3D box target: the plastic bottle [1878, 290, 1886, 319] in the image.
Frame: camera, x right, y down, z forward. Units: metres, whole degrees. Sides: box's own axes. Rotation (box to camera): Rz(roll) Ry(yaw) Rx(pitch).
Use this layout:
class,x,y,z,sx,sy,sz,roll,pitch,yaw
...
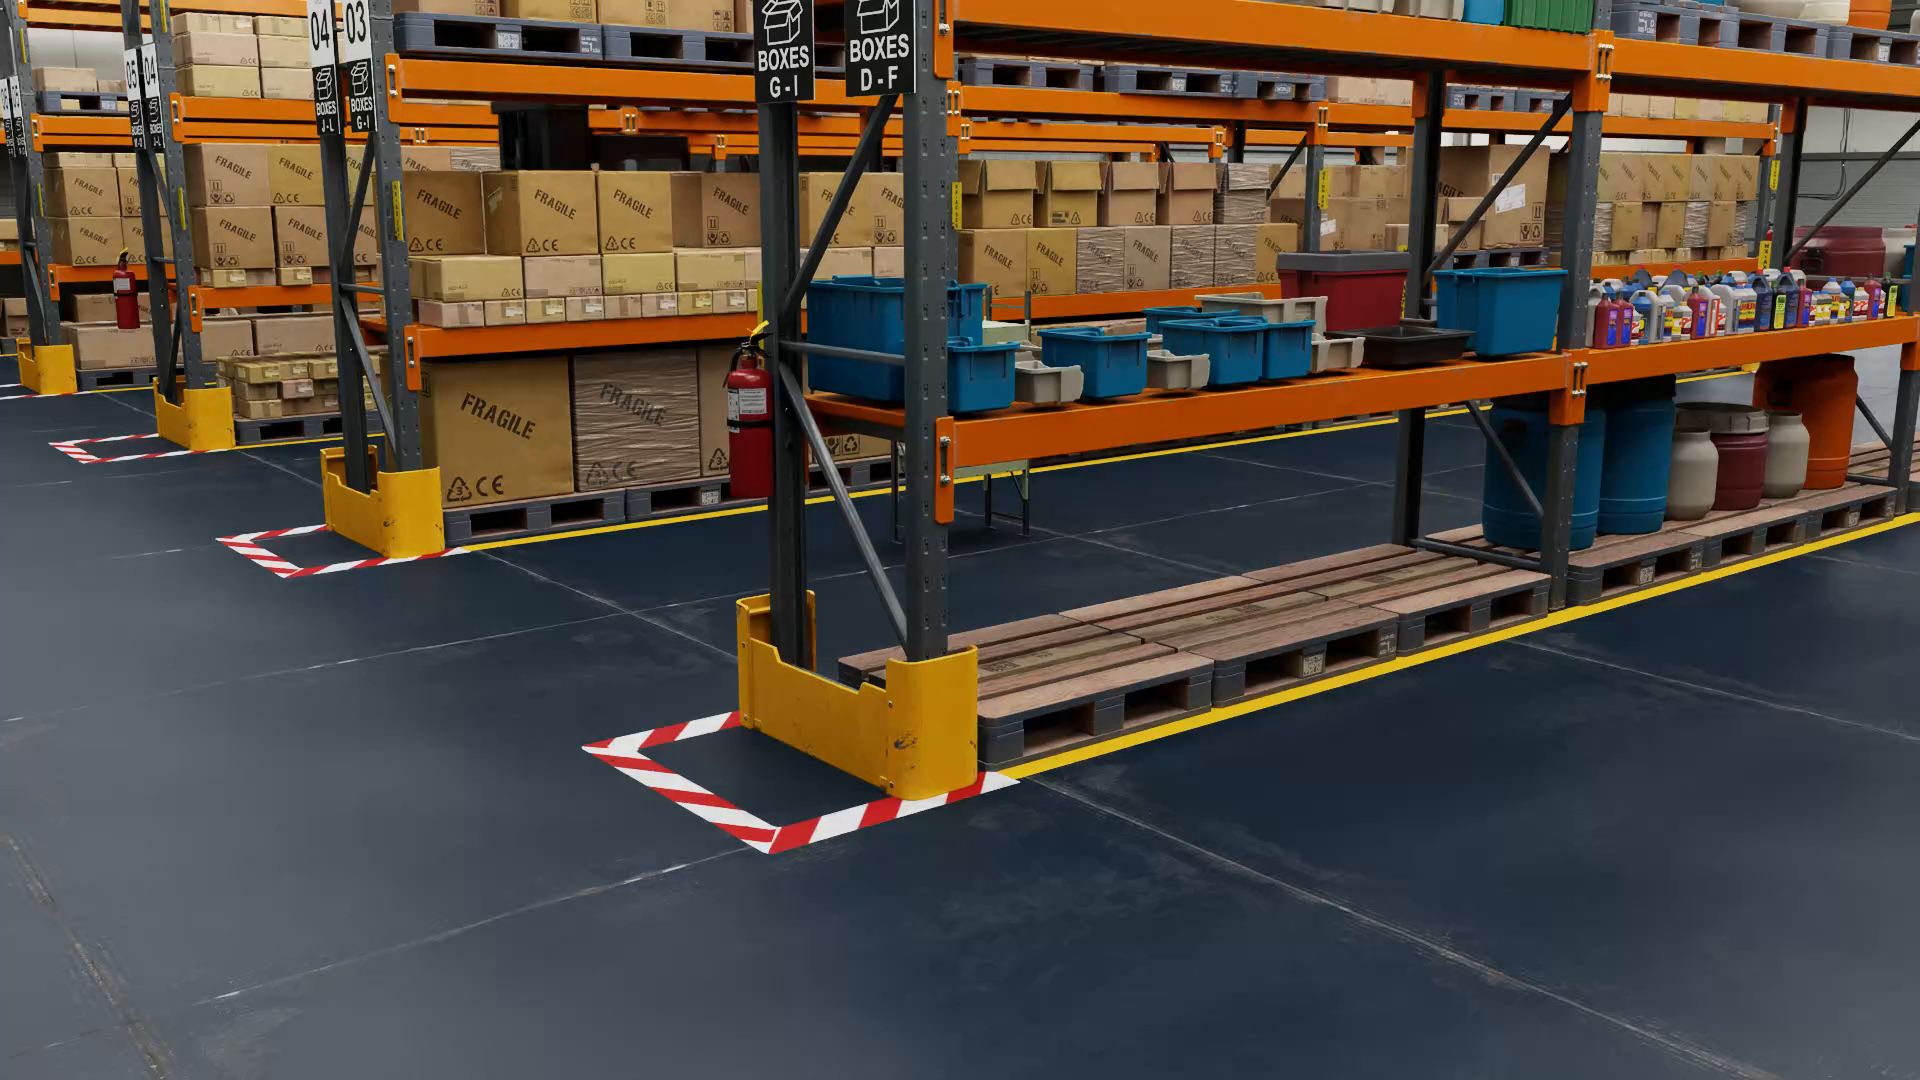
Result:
class,x,y,z,sx,sy,sz,roll,pitch,yaw
plastic bottle,5.696,-1.477,10.341,0.097,0.201,0.097,0,12,0

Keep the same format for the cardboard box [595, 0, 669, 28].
class,x,y,z,sx,sy,sz,roll,pitch,yaw
cardboard box,-2.234,-3.448,10.432,0.500,0.500,0.700,-11,16,-41

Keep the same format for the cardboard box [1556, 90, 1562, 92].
class,x,y,z,sx,sy,sz,roll,pitch,yaw
cardboard box,6.215,-4.728,17.353,0.250,0.149,0.380,-9,15,-37

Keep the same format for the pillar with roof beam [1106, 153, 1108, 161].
class,x,y,z,sx,sy,sz,roll,pitch,yaw
pillar with roof beam,5.973,-9.032,30.999,0.400,9.000,9.100,-9,15,-38

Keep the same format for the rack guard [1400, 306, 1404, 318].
class,x,y,z,sx,sy,sz,roll,pitch,yaw
rack guard,5.999,-3.147,23.747,0.348,0.500,1.175,-9,15,-38

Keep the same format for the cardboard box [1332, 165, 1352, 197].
class,x,y,z,sx,sy,sz,roll,pitch,yaw
cardboard box,4.772,-4.790,22.502,0.550,0.550,0.875,-9,15,-38

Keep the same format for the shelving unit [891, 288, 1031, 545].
class,x,y,z,sx,sy,sz,roll,pitch,yaw
shelving unit,0.005,-0.735,9.977,0.755,1.500,0.431,-9,15,-38

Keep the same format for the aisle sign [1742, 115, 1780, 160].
class,x,y,z,sx,sy,sz,roll,pitch,yaw
aisle sign,9.235,-4.780,19.161,0.004,0.787,0.394,-9,15,-38

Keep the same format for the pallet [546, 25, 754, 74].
class,x,y,z,sx,sy,sz,roll,pitch,yaw
pallet,-1.968,-3.154,10.753,1.213,0.211,1.003,-9,15,-38

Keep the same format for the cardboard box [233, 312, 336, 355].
class,x,y,z,sx,sy,sz,roll,pitch,yaw
cardboard box,-7.818,-2.371,19.232,0.875,0.438,0.875,-10,16,-39

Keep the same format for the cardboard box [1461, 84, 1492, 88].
class,x,y,z,sx,sy,sz,roll,pitch,yaw
cardboard box,4.712,-4.586,16.024,0.637,0.503,0.797,-9,15,-35

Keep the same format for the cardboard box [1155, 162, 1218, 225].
class,x,y,z,sx,sy,sz,roll,pitch,yaw
cardboard box,1.661,-2.874,13.788,0.637,0.503,0.797,-9,15,-36

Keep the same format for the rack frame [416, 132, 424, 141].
class,x,y,z,sx,sy,sz,roll,pitch,yaw
rack frame,-6.562,-3.599,19.858,0.127,3.000,1.000,-9,15,-38

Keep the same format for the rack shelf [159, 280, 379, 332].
class,x,y,z,sx,sy,sz,roll,pitch,yaw
rack shelf,-4.952,-2.198,14.992,4.000,0.370,1.077,-9,15,-38

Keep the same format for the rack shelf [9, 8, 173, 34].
class,x,y,z,sx,sy,sz,roll,pitch,yaw
rack shelf,-11.227,-6.726,21.877,4.000,0.370,1.077,-9,15,-38

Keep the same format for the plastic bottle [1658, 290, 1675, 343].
class,x,y,z,sx,sy,sz,roll,pitch,yaw
plastic bottle,3.716,-1.182,8.784,0.097,0.271,0.097,0,12,0

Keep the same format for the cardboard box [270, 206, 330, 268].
class,x,y,z,sx,sy,sz,roll,pitch,yaw
cardboard box,-5.589,-2.572,14.063,0.500,0.500,0.500,-9,15,-38

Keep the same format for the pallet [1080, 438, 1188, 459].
class,x,y,z,sx,sy,sz,roll,pitch,yaw
pallet,1.138,-0.900,13.857,1.213,0.211,1.003,-9,15,-38

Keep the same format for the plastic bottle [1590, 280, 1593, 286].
class,x,y,z,sx,sy,sz,roll,pitch,yaw
plastic bottle,3.613,-1.362,9.620,0.135,0.276,0.152,-9,15,-38

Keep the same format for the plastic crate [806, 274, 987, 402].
class,x,y,z,sx,sy,sz,roll,pitch,yaw
plastic crate,-0.255,-0.790,6.399,0.499,0.435,0.616,-9,15,-38

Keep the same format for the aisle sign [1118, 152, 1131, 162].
class,x,y,z,sx,sy,sz,roll,pitch,yaw
aisle sign,2.663,-6.487,27.196,0.004,0.787,0.394,-9,15,-38

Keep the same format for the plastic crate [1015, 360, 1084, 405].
class,x,y,z,sx,sy,sz,roll,pitch,yaw
plastic crate,0.300,-0.577,6.115,0.298,0.136,0.250,-9,15,-38

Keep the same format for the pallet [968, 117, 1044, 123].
class,x,y,z,sx,sy,sz,roll,pitch,yaw
pallet,0.203,-4.796,18.726,1.003,0.211,1.213,-9,15,-35

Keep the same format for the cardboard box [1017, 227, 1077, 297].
class,x,y,z,sx,sy,sz,roll,pitch,yaw
cardboard box,0.536,-2.126,12.677,0.500,0.500,0.500,-9,15,-38

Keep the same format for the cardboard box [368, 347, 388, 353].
class,x,y,z,sx,sy,sz,roll,pitch,yaw
cardboard box,-5.212,-1.663,15.161,0.250,0.149,0.380,-10,16,-40

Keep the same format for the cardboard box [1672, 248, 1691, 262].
class,x,y,z,sx,sy,sz,roll,pitch,yaw
cardboard box,7.800,-3.144,18.319,0.250,0.149,0.380,-9,15,-38

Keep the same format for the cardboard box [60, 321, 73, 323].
class,x,y,z,sx,sy,sz,roll,pitch,yaw
cardboard box,-11.896,-2.809,21.987,0.250,0.149,0.380,-10,16,-40

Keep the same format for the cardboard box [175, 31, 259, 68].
class,x,y,z,sx,sy,sz,roll,pitch,yaw
cardboard box,-6.001,-3.945,13.423,0.500,0.250,0.500,-9,15,-37

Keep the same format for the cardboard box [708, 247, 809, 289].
class,x,y,z,sx,sy,sz,roll,pitch,yaw
cardboard box,-1.353,-1.831,11.173,0.500,0.250,0.500,-9,15,-37

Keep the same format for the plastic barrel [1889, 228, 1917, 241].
class,x,y,z,sx,sy,sz,roll,pitch,yaw
plastic barrel,6.845,-1.985,11.988,0.421,0.512,0.421,0,12,0

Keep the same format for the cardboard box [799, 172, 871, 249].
class,x,y,z,sx,sy,sz,roll,pitch,yaw
cardboard box,-0.957,-2.264,11.408,0.500,0.500,0.500,-9,15,-37

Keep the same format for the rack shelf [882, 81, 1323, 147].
class,x,y,z,sx,sy,sz,roll,pitch,yaw
rack shelf,1.191,-3.367,13.274,4.000,0.370,1.077,-9,15,-38

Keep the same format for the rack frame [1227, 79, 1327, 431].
class,x,y,z,sx,sy,sz,roll,pitch,yaw
rack frame,2.753,-2.511,14.733,0.127,3.000,1.000,-9,15,-38

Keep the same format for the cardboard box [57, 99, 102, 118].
class,x,y,z,sx,sy,sz,roll,pitch,yaw
cardboard box,-11.480,-5.571,21.568,0.500,0.250,0.500,-10,16,-39

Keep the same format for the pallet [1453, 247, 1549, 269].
class,x,y,z,sx,sy,sz,roll,pitch,yaw
pallet,5.188,-2.861,16.842,1.213,0.211,1.003,-9,15,-38

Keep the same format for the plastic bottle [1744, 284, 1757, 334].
class,x,y,z,sx,sy,sz,roll,pitch,yaw
plastic bottle,4.411,-1.298,9.328,0.097,0.271,0.097,0,12,0

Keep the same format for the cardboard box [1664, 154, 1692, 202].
class,x,y,z,sx,sy,sz,roll,pitch,yaw
cardboard box,7.550,-3.927,18.039,0.500,0.500,0.500,-9,15,-38

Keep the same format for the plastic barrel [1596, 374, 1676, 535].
class,x,y,z,sx,sy,sz,roll,pitch,yaw
plastic barrel,3.712,-0.527,9.432,0.708,0.901,0.600,-9,15,-38

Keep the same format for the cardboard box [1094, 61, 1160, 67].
class,x,y,z,sx,sy,sz,roll,pitch,yaw
cardboard box,1.171,-3.966,13.103,0.637,0.503,0.797,-10,15,-38

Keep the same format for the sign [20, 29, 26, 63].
class,x,y,z,sx,sy,sz,roll,pitch,yaw
sign,-9.343,-4.923,16.576,0.005,0.325,0.100,-9,15,-38

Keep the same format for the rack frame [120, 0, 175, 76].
class,x,y,z,sx,sy,sz,roll,pitch,yaw
rack frame,-6.514,-5.225,13.072,0.127,3.000,1.000,-9,15,-38

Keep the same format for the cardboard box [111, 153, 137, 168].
class,x,y,z,sx,sy,sz,roll,pitch,yaw
cardboard box,-8.800,-3.998,17.524,0.250,0.149,0.380,-9,15,-36

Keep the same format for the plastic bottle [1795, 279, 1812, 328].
class,x,y,z,sx,sy,sz,roll,pitch,yaw
plastic bottle,4.905,-1.381,9.691,0.133,0.283,0.061,-9,15,-38

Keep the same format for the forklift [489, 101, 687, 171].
class,x,y,z,sx,sy,sz,roll,pitch,yaw
forklift,-2.838,-2.197,13.419,3.031,2.935,1.130,-10,16,-39

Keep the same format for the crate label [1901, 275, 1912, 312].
class,x,y,z,sx,sy,sz,roll,pitch,yaw
crate label,6.410,-1.620,10.939,0.416,0.233,0.303,-9,15,-38

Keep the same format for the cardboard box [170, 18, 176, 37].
class,x,y,z,sx,sy,sz,roll,pitch,yaw
cardboard box,-6.438,-4.215,13.733,0.250,0.149,0.380,-10,15,-38

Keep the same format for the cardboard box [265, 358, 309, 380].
class,x,y,z,sx,sy,sz,roll,pitch,yaw
cardboard box,-5.752,-1.461,14.207,0.250,0.149,0.380,-9,15,-37

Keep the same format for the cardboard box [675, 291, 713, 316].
class,x,y,z,sx,sy,sz,roll,pitch,yaw
cardboard box,-1.811,-1.543,10.776,0.250,0.149,0.380,-10,16,-39

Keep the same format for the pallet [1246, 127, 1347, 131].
class,x,y,z,sx,sy,sz,roll,pitch,yaw
pallet,4.454,-5.534,21.959,1.213,0.211,1.003,-9,15,-38

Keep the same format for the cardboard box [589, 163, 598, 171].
class,x,y,z,sx,sy,sz,roll,pitch,yaw
cardboard box,-3.589,-3.388,15.500,0.500,0.500,0.500,-10,16,-40

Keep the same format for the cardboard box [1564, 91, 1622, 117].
class,x,y,z,sx,sy,sz,roll,pitch,yaw
cardboard box,6.387,-4.441,16.961,0.500,0.250,0.500,-10,16,-40

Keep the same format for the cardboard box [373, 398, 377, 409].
class,x,y,z,sx,sy,sz,roll,pitch,yaw
cardboard box,-5.154,-1.262,14.704,0.250,0.149,0.380,-9,15,-38

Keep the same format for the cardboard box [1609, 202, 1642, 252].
class,x,y,z,sx,sy,sz,roll,pitch,yaw
cardboard box,6.678,-3.332,17.643,0.500,0.500,0.875,-9,15,-38

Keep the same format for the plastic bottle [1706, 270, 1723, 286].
class,x,y,z,sx,sy,sz,roll,pitch,yaw
plastic bottle,4.812,-1.577,10.615,0.133,0.283,0.061,-9,15,-38

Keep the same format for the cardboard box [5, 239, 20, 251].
class,x,y,z,sx,sy,sz,roll,pitch,yaw
cardboard box,-12.191,-3.801,21.411,0.250,0.149,0.380,-9,15,-36
